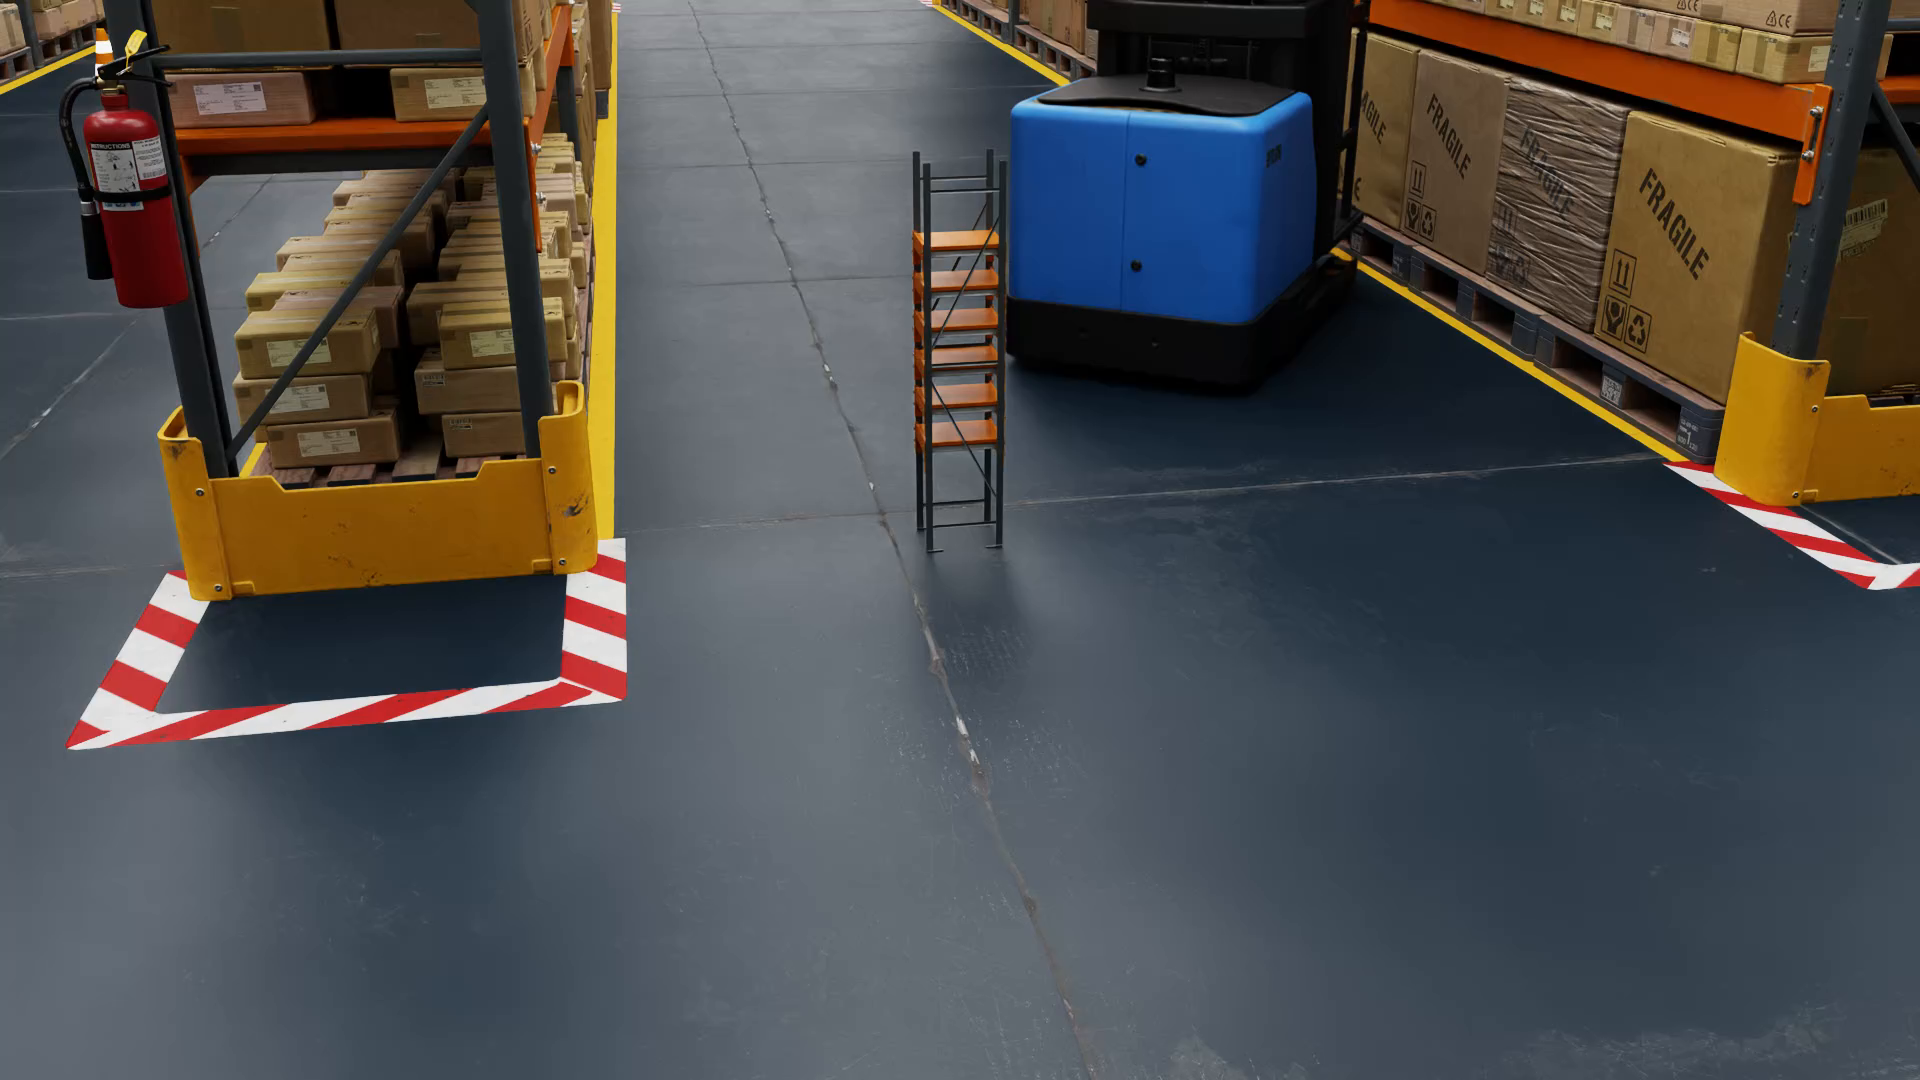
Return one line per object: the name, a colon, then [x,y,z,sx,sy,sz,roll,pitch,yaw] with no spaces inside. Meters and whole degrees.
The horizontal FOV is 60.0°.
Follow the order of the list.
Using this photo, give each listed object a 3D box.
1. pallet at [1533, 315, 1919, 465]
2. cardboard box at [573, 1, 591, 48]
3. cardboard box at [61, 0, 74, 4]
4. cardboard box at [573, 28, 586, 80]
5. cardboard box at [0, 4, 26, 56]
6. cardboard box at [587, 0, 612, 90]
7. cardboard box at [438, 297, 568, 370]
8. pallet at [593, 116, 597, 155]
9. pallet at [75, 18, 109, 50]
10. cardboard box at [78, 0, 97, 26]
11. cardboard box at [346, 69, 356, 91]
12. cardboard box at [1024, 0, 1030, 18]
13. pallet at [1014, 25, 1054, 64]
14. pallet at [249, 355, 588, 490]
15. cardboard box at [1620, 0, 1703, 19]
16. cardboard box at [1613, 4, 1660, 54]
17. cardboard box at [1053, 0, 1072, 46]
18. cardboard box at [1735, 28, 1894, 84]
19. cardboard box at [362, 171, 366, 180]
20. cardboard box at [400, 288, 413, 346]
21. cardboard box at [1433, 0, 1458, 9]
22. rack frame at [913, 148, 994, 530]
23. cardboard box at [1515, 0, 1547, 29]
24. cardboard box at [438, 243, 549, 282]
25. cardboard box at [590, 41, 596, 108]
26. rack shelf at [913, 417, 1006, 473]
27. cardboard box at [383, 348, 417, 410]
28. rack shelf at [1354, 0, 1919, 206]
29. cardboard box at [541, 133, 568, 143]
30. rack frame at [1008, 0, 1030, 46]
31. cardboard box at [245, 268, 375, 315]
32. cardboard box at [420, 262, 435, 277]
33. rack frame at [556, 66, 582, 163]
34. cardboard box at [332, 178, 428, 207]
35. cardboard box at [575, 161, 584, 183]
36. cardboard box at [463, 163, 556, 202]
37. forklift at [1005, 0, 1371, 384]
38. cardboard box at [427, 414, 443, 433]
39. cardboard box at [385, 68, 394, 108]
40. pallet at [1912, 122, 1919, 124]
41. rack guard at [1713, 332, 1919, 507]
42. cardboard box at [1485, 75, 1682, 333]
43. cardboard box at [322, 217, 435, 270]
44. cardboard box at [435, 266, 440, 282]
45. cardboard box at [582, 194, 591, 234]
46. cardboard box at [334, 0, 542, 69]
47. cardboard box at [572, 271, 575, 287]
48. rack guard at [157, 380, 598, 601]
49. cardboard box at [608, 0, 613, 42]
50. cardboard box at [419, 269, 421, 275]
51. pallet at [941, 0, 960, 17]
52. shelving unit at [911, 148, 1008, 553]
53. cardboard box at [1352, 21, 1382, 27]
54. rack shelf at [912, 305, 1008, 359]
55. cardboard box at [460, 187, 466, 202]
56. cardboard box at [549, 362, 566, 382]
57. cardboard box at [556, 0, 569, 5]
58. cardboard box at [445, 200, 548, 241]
pallet: [2.976,-0.630,6.430,1.003,0.211,1.213,-4,24,-10]
cardboard box: [-2.684,-3.362,10.862,0.500,0.250,0.500,-4,24,-9]
cardboard box: [-8.712,-5.324,15.666,0.500,0.500,0.500,-3,24,-8]
cardboard box: [-2.410,-2.756,9.473,0.500,0.250,0.500,-4,24,-8]
cardboard box: [-8.658,-4.368,14.263,0.950,0.372,0.625,-4,24,-9]
cardboard box: [-3.196,-3.827,12.550,1.050,0.750,0.750,-5,24,-10]
cardboard box: [-1.456,-0.662,5.312,0.380,0.149,0.250,-5,24,-12]
pallet: [-3.029,-2.834,11.474,1.003,0.211,1.213,-4,24,-10]
pallet: [-9.145,-5.051,16.551,1.003,0.211,1.213,-4,24,-10]
cardboard box: [-8.812,-5.188,16.292,0.500,0.250,0.500,-5,24,-10]
cardboard box: [-2.101,-1.463,5.165,0.380,0.149,0.250,-5,24,-10]
cardboard box: [0.947,-5.527,16.755,0.500,0.500,0.500,-5,24,-11]
pallet: [1.127,-4.736,15.829,1.003,0.211,1.213,-4,24,-10]
pallet: [-1.822,-0.346,5.780,1.003,0.211,1.213,-4,24,-10]
cardboard box: [2.757,-2.038,5.984,0.500,0.250,0.500,-5,24,-11]
cardboard box: [2.671,-1.900,6.166,0.380,0.149,0.250,-4,24,-9]
cardboard box: [1.248,-4.724,14.891,0.700,0.500,0.500,-6,24,-14]
cardboard box: [2.811,-1.600,5.480,0.380,0.149,0.250,-4,24,-9]
cardboard box: [-2.579,-1.741,7.782,0.380,0.149,0.250,-3,24,-7]
cardboard box: [-2.117,-0.799,5.997,0.380,0.149,0.250,-5,24,-10]
cardboard box: [2.385,-2.506,7.554,0.380,0.149,0.250,-5,24,-10]
rack frame: [-0.020,-0.592,5.105,0.240,1.200,0.006,-4,24,-10]
cardboard box: [2.529,-2.202,6.857,0.380,0.149,0.250,-4,24,-9]
cardboard box: [-1.673,-0.962,5.998,0.380,0.149,0.250,-5,24,-12]
cardboard box: [-2.793,-3.226,11.488,0.500,0.500,0.500,-4,24,-10]
rack shelf: [-0.003,-0.295,5.137,0.258,0.103,0.180,-4,24,-10]
cardboard box: [-2.106,-0.554,5.808,0.380,0.149,0.250,-4,24,-10]
rack shelf: [2.831,-2.057,7.110,1.077,0.370,4.000,-4,24,-10]
cardboard box: [-2.111,-1.884,8.109,0.380,0.149,0.250,-4,24,-8]
rack frame: [0.982,-6.320,15.972,1.000,3.000,0.127,-4,24,-10]
cardboard box: [-2.202,-0.816,5.664,0.380,0.149,0.250,-5,24,-11]
cardboard box: [-2.401,-1.057,6.960,0.380,0.149,0.250,-5,24,-11]
rack frame: [-2.432,-2.846,8.018,1.000,3.000,0.127,-4,24,-10]
cardboard box: [-2.447,-1.438,7.088,0.380,0.149,0.250,-4,24,-9]
cardboard box: [-2.062,-1.768,8.215,0.380,0.149,0.250,-4,24,-9]
cardboard box: [-2.000,-1.581,7.416,0.380,0.149,0.250,-4,24,-8]
forklift: [1.249,-2.507,7.327,1.130,2.935,3.031,10,26,22]
cardboard box: [-1.604,-0.485,5.650,0.380,0.149,0.250,-4,24,-10]
cardboard box: [-1.518,-1.406,5.035,0.380,0.149,0.250,-3,24,-8]
pallet: [6.998,-3.049,11.968,1.003,0.211,1.213,-4,24,-10]
rack guard: [3.205,-0.445,5.644,1.175,0.500,0.348,-4,24,-10]
cardboard box: [2.835,-1.422,6.888,0.875,0.875,0.875,-4,24,-10]
cardboard box: [-2.232,-1.136,6.397,0.380,0.149,0.250,-5,24,-12]
cardboard box: [-1.839,-1.031,6.529,0.380,0.149,0.250,-3,24,-7]
cardboard box: [-2.025,-1.603,8.209,0.380,0.149,0.250,-4,24,-9]
cardboard box: [-1.504,-1.651,4.787,0.500,0.500,0.500,-3,24,-7]
cardboard box: [-1.774,-0.996,6.819,0.380,0.149,0.250,-4,24,-10]
rack guard: [-1.707,-0.157,4.984,1.175,0.500,0.348,-4,24,-10]
cardboard box: [-3.708,-4.916,15.045,1.050,0.750,0.750,-4,24,-10]
cardboard box: [-2.384,-1.097,6.679,0.380,0.149,0.250,-4,24,-9]
pallet: [0.372,-6.263,19.327,1.003,0.211,1.213,-4,24,-10]
shelving unit: [-0.003,-0.556,5.023,0.258,1.200,0.189,-4,24,-10]
cardboard box: [2.323,-2.642,9.682,1.225,0.875,0.875,-4,24,-10]
rack shelf: [-0.003,-0.625,4.993,0.258,0.103,0.180,-4,24,-10]
cardboard box: [-2.464,-1.516,7.638,0.380,0.149,0.250,-4,24,-10]
cardboard box: [-1.532,-0.632,5.614,0.380,0.149,0.250,-4,24,-10]
cardboard box: [-1.995,-2.542,7.637,0.380,0.149,0.250,-5,24,-11]
cardboard box: [-1.859,-1.270,6.704,0.380,0.149,0.250,-4,24,-10]
